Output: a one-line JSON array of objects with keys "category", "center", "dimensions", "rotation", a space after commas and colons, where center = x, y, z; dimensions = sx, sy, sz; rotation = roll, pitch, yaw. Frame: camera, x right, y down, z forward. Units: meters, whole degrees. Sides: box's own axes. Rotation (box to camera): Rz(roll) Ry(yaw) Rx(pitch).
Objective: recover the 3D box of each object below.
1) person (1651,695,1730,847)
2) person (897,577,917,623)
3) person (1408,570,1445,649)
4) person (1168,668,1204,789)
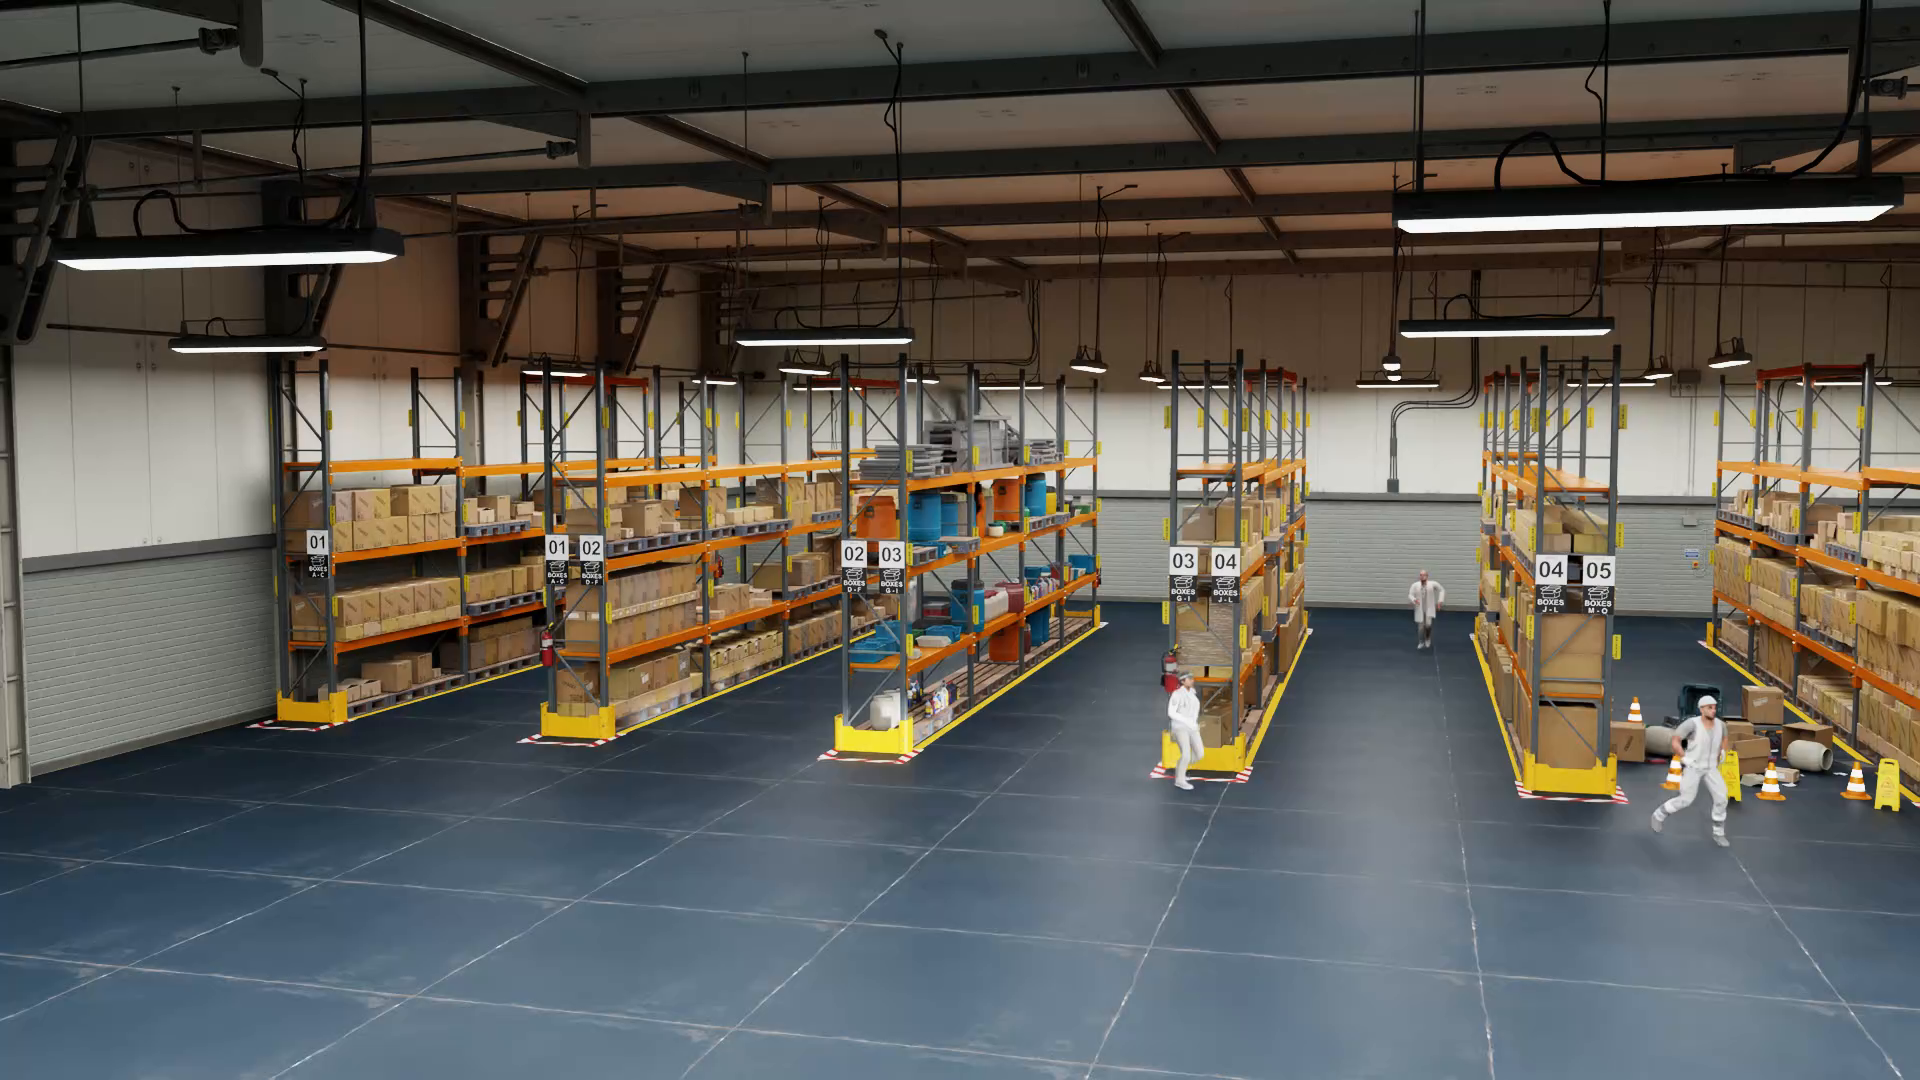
[{"category": "person", "center": [8.772, 2.723, 19.775], "dimensions": [0.885, 1.778, 0.732], "rotation": [-1, 4, -14]}, {"category": "person", "center": [-1.144, 1.490, 37.639], "dimensions": [0.578, 1.635, 0.640], "rotation": [1, 4, 15]}, {"category": "person", "center": [10.117, 1.528, 36.133], "dimensions": [0.729, 1.731, 0.842], "rotation": [2, 5, 24]}, {"category": "person", "center": [3.067, 2.555, 22.524], "dimensions": [0.619, 1.659, 0.537], "rotation": [-3, 5, -40]}]
